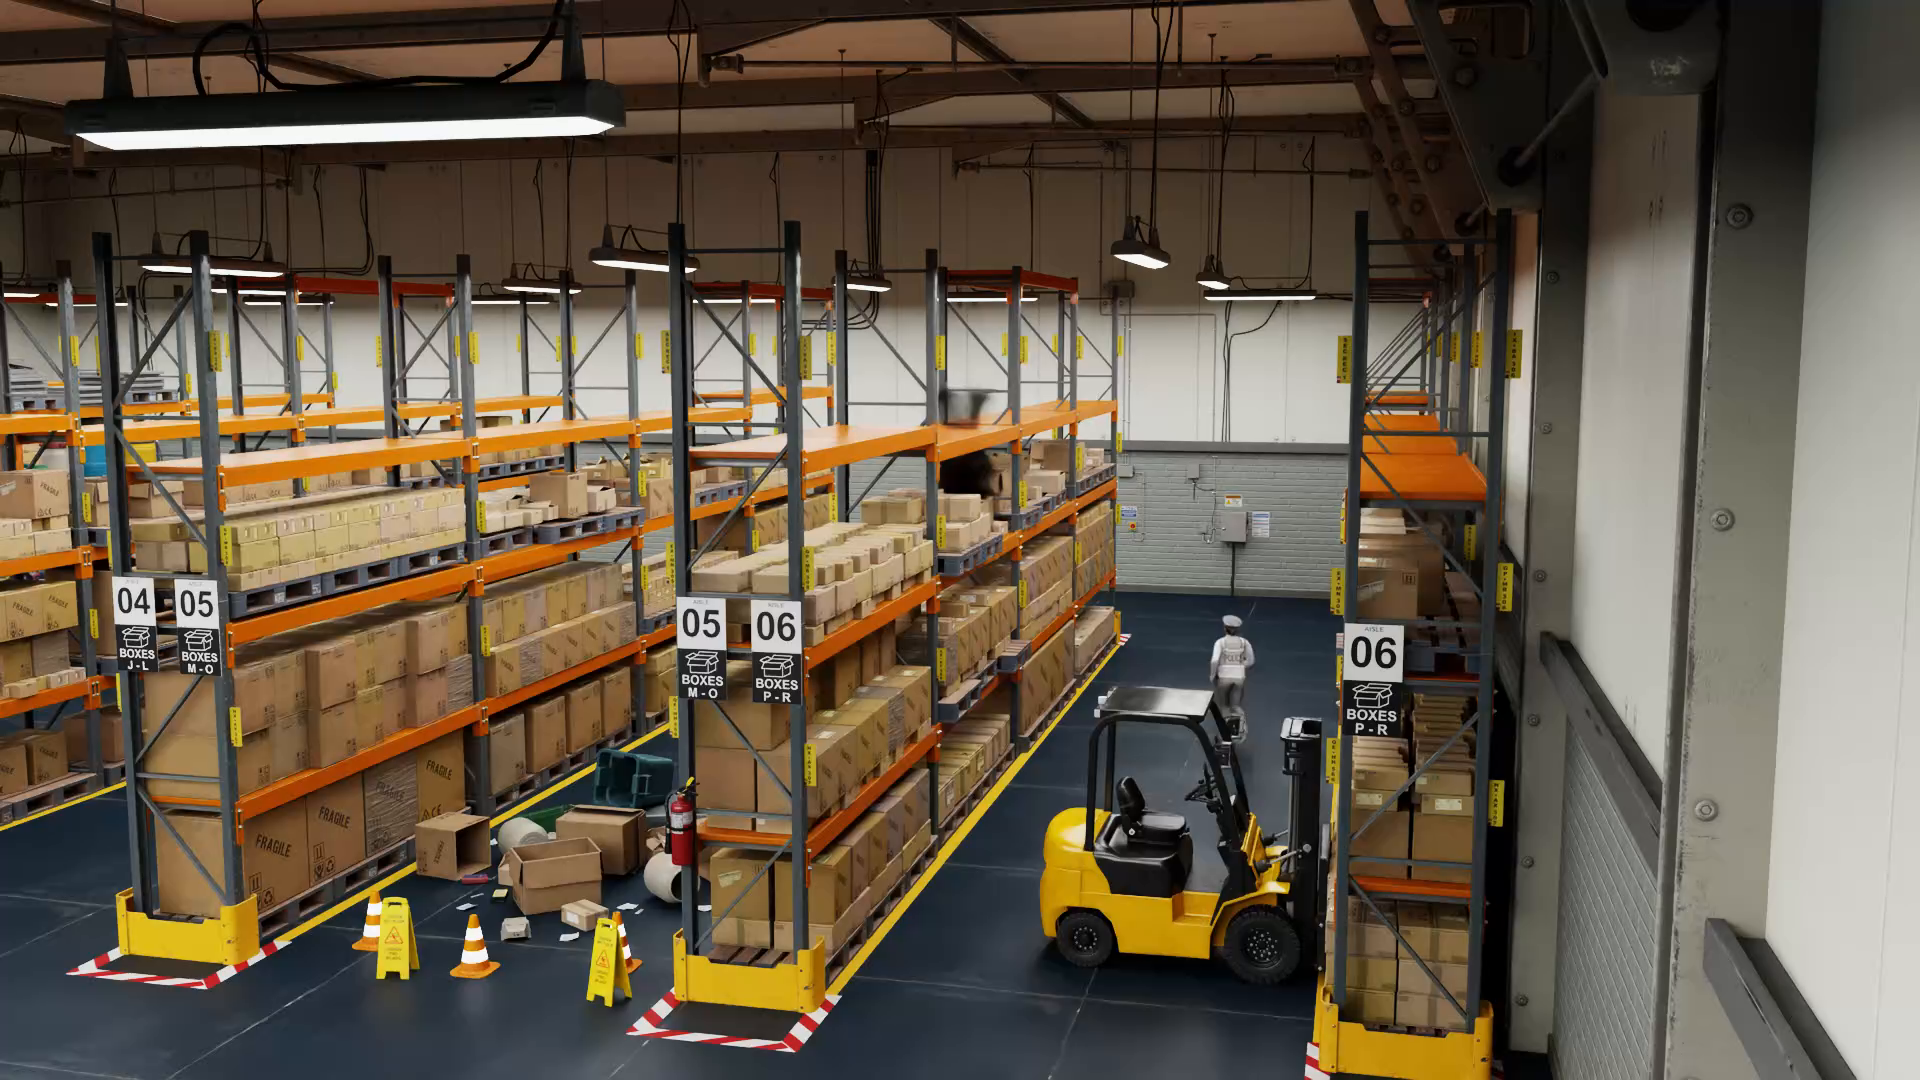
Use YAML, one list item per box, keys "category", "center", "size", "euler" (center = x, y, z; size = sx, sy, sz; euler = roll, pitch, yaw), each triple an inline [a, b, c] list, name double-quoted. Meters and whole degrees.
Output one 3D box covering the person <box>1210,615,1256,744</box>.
- category: "person"
  center: [3.473, 1.794, 21.125]
  size: [0.608, 1.643, 0.719]
  euler: [0, 7, -4]
